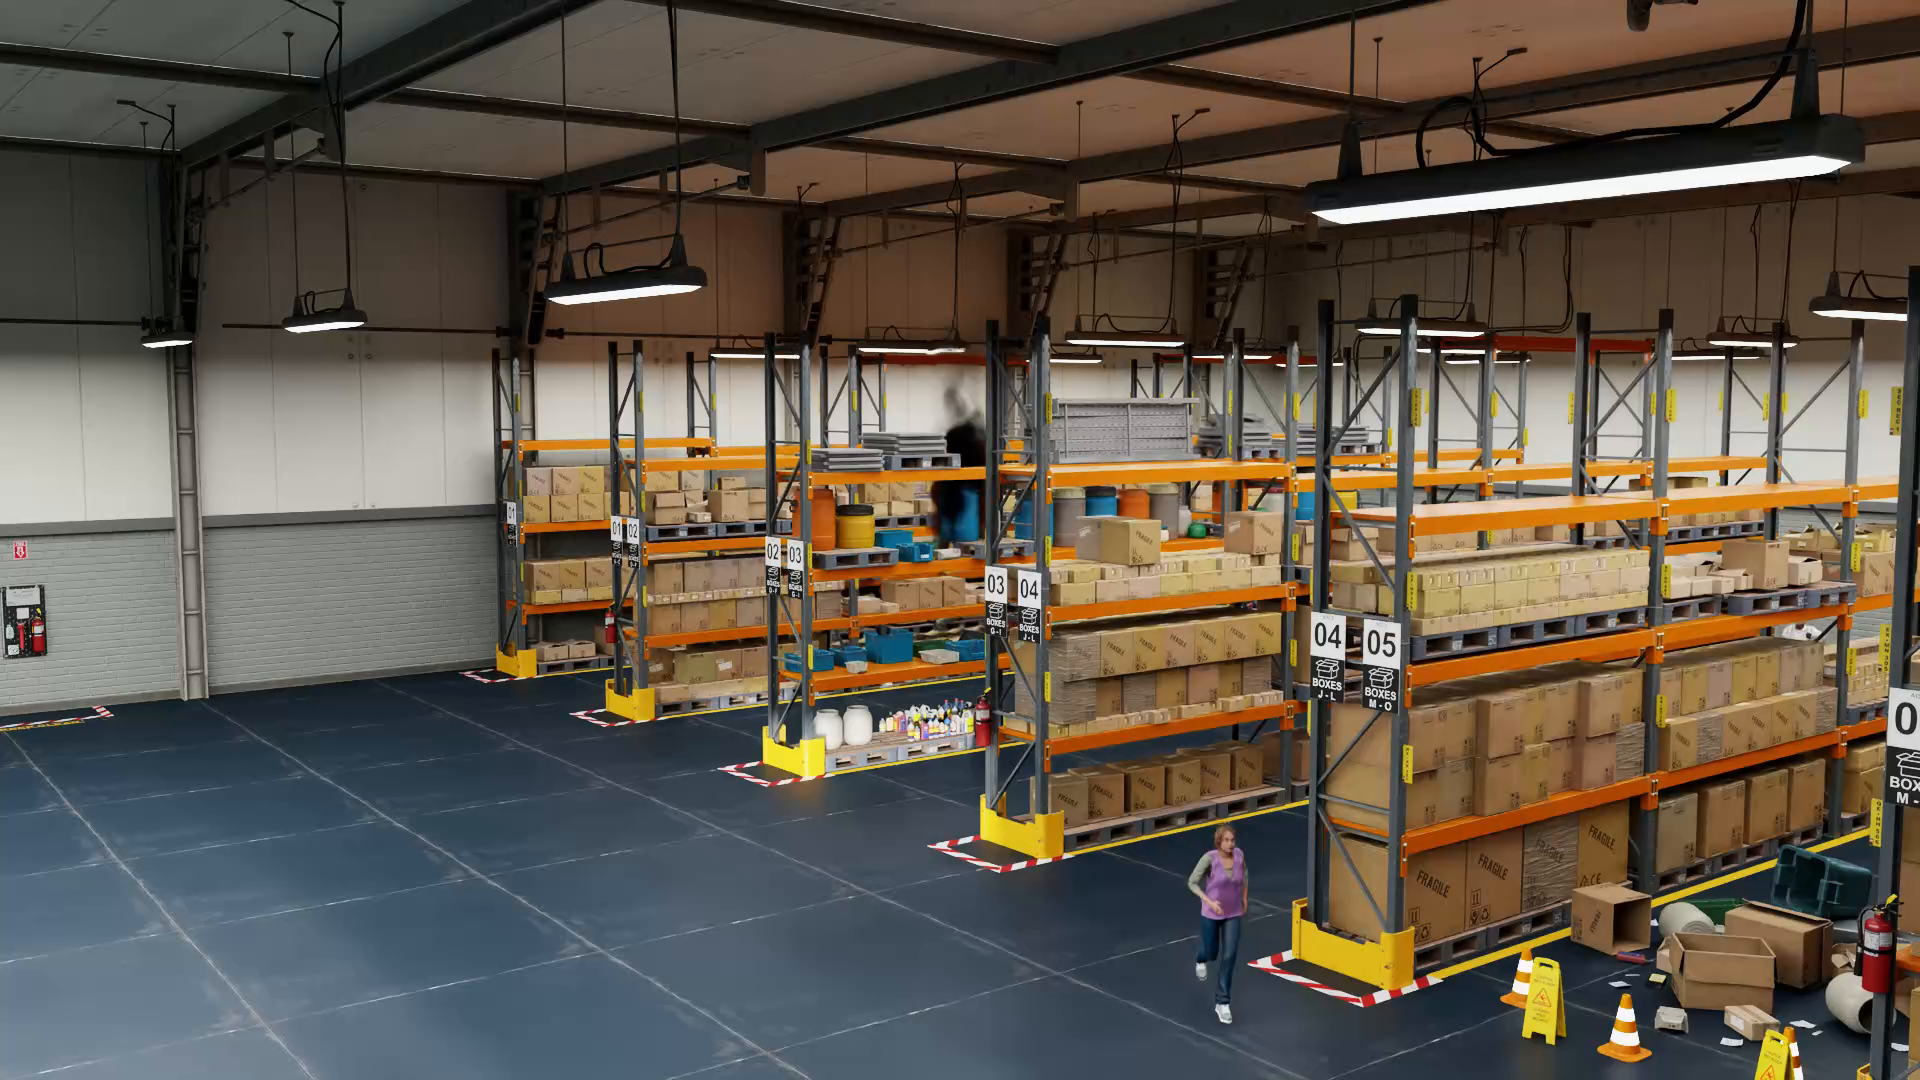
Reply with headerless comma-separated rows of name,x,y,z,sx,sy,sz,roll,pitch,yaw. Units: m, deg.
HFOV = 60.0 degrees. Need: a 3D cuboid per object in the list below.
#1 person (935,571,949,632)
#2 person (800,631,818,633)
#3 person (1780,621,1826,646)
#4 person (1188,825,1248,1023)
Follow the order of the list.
person,-0.349,1.391,32.898,0.785,1.774,0.662,-5,7,-45
person,-2.738,1.605,30.848,0.833,1.693,0.608,-3,6,-29
person,13.361,1.963,26.515,0.611,1.748,0.655,-5,7,-44
person,2.180,3.151,13.999,0.568,1.578,0.878,-1,5,-11
